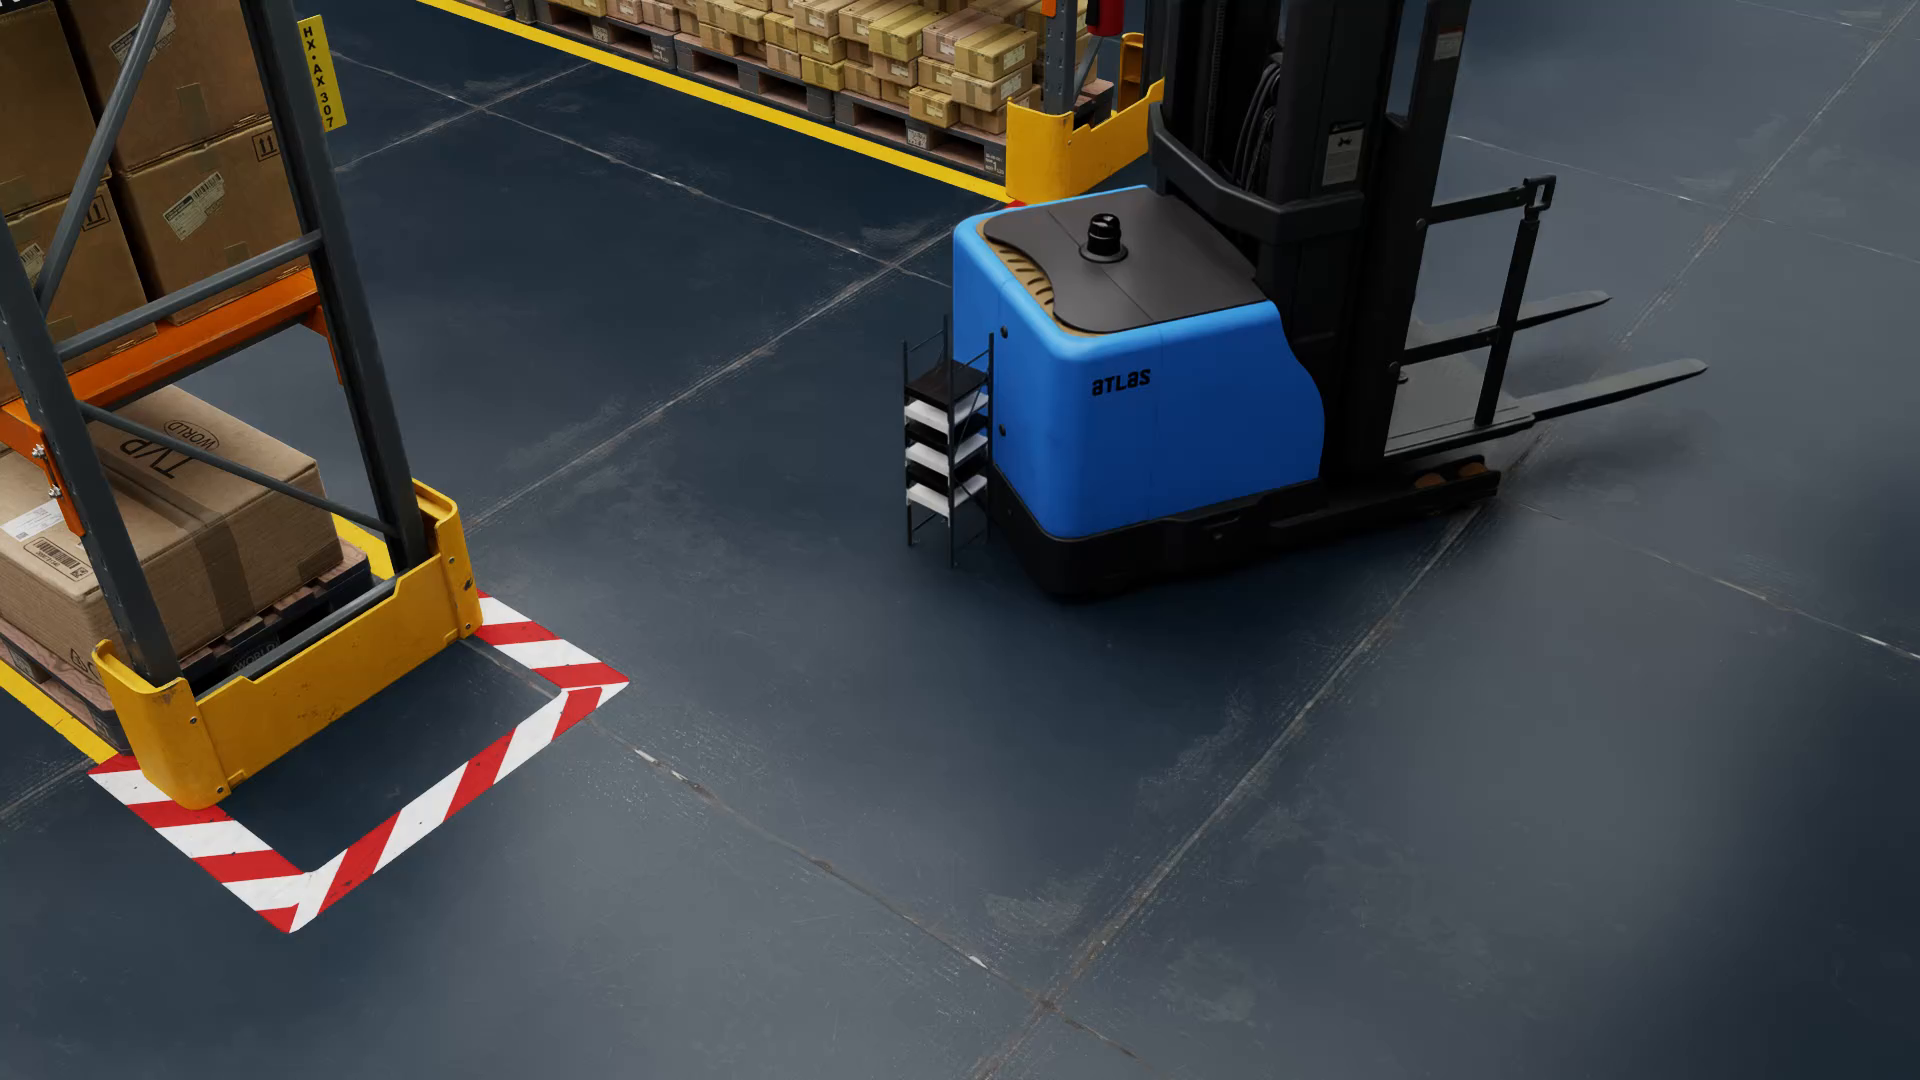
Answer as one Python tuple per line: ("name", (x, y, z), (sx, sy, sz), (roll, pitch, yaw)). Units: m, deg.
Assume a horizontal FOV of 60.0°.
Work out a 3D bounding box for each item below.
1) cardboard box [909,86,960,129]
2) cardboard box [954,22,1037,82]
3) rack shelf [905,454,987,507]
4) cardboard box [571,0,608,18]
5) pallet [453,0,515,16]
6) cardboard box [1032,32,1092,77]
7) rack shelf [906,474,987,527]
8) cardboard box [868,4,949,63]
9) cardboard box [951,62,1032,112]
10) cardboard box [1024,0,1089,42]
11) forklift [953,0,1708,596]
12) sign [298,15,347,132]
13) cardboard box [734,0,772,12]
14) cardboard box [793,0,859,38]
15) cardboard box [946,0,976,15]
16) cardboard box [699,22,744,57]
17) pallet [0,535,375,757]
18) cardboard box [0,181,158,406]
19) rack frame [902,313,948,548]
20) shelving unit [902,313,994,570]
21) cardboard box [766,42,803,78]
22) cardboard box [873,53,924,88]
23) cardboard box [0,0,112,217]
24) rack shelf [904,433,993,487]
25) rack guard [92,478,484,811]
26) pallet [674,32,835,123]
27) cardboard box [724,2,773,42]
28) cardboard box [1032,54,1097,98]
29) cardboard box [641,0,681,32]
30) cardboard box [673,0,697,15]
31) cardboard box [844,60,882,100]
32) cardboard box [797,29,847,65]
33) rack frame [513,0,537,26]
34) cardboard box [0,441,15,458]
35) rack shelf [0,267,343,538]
("cardboard box", (-0.053, -2.328, 8.763), (0.250, 0.149, 0.380), (27, 45, 30))
("cardboard box", (0.183, -2.495, 8.493), (0.250, 0.149, 0.380), (26, 45, 29))
("rack shelf", (-0.040, -0.245, 6.033), (0.200, 0.077, 0.258), (26, 45, 30))
("cardboard box", (-2.114, -3.291, 9.993), (0.250, 0.149, 0.380), (27, 45, 30))
("pallet", (-3.039, -3.835, 10.977), (1.213, 0.211, 1.003), (25, 45, 29))
("cardboard box", (0.497, -2.626, 8.901), (0.250, 0.149, 0.380), (27, 46, 30))
("rack shelf", (-0.040, -0.174, 6.089), (0.200, 0.077, 0.258), (26, 45, 30))
("cardboard box", (-0.264, -2.652, 8.694), (0.250, 0.149, 0.380), (24, 44, 28))
("cardboard box", (0.165, -2.362, 8.564), (0.250, 0.149, 0.380), (24, 44, 27))
("cardboard box", (0.548, -2.784, 8.861), (0.250, 0.149, 0.380), (23, 44, 27))
("forklift", (1.530, -1.530, 5.827), (3.031, 2.935, 1.130), (-14, 40, -17))
("sign", (-1.827, -1.324, 4.741), (0.005, 0.325, 0.100), (25, 45, 29))
("cardboard box", (-1.046, -3.091, 9.254), (0.250, 0.149, 0.380), (25, 45, 29))
("cardboard box", (-0.679, -2.854, 8.951), (0.250, 0.149, 0.380), (27, 45, 30))
("cardboard box", (0.134, -2.985, 9.119), (0.250, 0.149, 0.380), (25, 45, 28))
("cardboard box", (-1.270, -2.925, 9.525), (0.250, 0.149, 0.380), (24, 44, 27))
("pallet", (-2.852, 0.155, 5.881), (1.213, 0.211, 1.003), (25, 45, 29))
("cardboard box", (-2.713, -0.773, 4.723), (0.500, 0.500, 0.500), (26, 45, 29))
("rack frame", (-0.119, -0.382, 6.008), (0.006, 0.900, 0.240), (26, 45, 30))
("shelving unit", (-0.040, -0.342, 5.957), (0.210, 0.900, 0.258), (26, 45, 30))
("cardboard box", (-0.860, -2.733, 9.279), (0.250, 0.149, 0.380), (26, 45, 29))
("cardboard box", (-0.249, -2.556, 8.811), (0.250, 0.149, 0.380), (23, 44, 27))
("cardboard box", (-2.697, -1.179, 4.431), (0.500, 0.500, 0.500), (27, 45, 30))
("rack shelf", (-0.040, -0.316, 5.978), (0.200, 0.077, 0.258), (26, 45, 30))
("rack guard", (-2.150, 0.311, 5.447), (0.348, 0.500, 1.175), (25, 45, 29))
("pallet", (-0.891, -2.853, 9.723), (1.213, 0.211, 1.003), (25, 45, 29))
("cardboard box", (-1.096, -2.938, 9.300), (0.250, 0.149, 0.380), (26, 45, 29))
("cardboard box", (0.536, -2.540, 9.033), (0.250, 0.149, 0.380), (26, 45, 29))
("cardboard box", (-1.653, -3.153, 9.816), (0.250, 0.149, 0.380), (24, 44, 28))
("cardboard box", (-1.438, -3.168, 9.594), (0.250, 0.149, 0.380), (27, 46, 30))
("cardboard box", (-0.415, -2.556, 9.053), (0.250, 0.149, 0.380), (26, 45, 29))
("cardboard box", (-0.668, -2.743, 9.051), (0.250, 0.149, 0.380), (26, 45, 29))
("rack frame", (-2.420, -4.642, 9.746), (0.127, 3.000, 1.000), (25, 45, 29))
("cardboard box", (-3.486, -0.376, 6.034), (0.875, 0.438, 0.875), (27, 45, 30))
("rack shelf", (-3.758, -1.148, 5.867), (4.000, 0.370, 1.077), (25, 45, 29))
